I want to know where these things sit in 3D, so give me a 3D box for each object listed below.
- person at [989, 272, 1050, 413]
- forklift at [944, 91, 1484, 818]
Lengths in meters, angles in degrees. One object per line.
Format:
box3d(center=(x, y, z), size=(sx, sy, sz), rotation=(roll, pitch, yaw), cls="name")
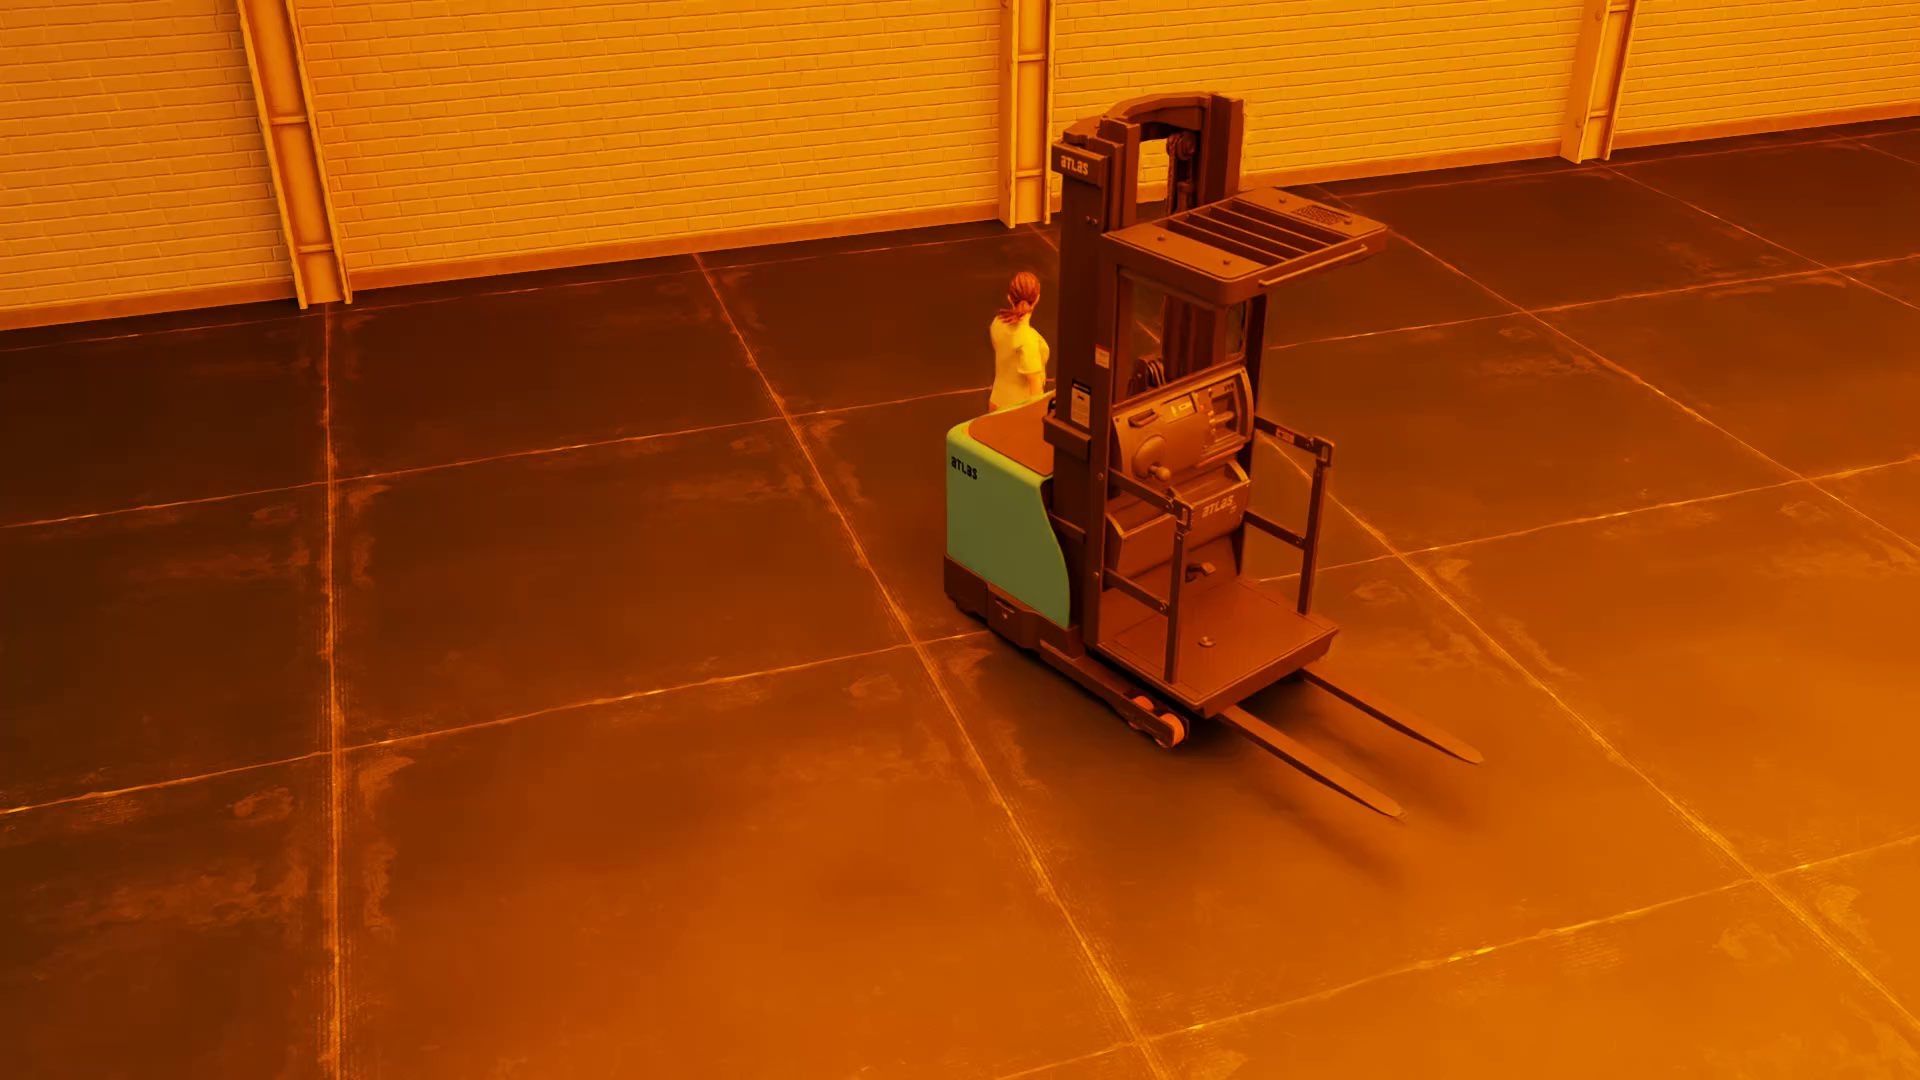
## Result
box3d(center=(0.455, -0.804, 9.796), size=(0.926, 1.627, 0.641), rotation=(-19, 35, -30), cls="person")
box3d(center=(1.236, -0.526, 8.001), size=(1.130, 2.935, 3.031), rotation=(-22, 37, -34), cls="forklift")
